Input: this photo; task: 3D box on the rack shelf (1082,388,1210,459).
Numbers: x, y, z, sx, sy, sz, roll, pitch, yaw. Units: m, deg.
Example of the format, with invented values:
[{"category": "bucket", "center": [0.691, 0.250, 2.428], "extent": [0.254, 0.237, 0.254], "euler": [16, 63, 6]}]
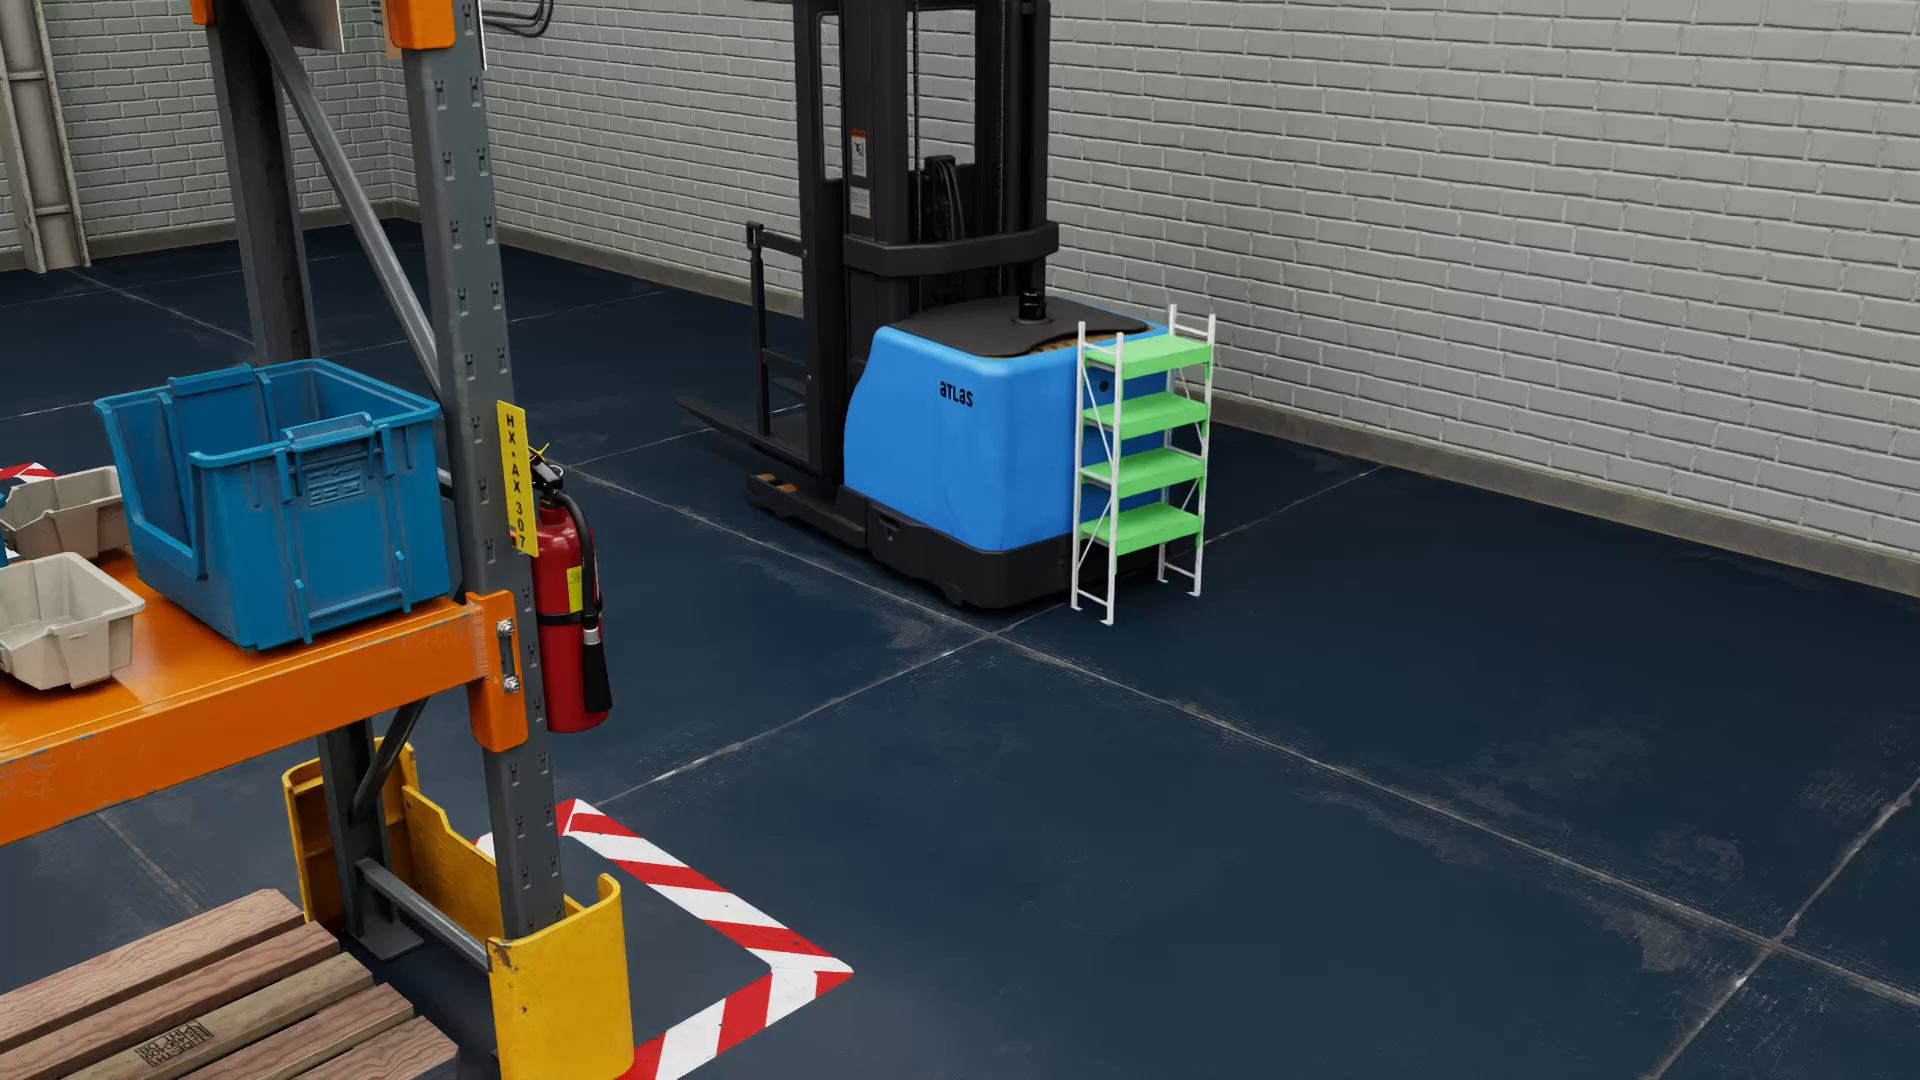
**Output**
[{"category": "rack shelf", "center": [0.731, -0.467, 6.627], "extent": [0.480, 0.148, 0.258], "euler": [-15, 26, -34]}]

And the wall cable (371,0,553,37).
[{"category": "wall cable", "center": [-4.232, -5.379, 13.355], "extent": [3.097, 2.526, 0.112], "euler": [19, 28, 41]}]

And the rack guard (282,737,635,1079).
[{"category": "rack guard", "center": [-1.328, 0.973, 4.347], "extent": [1.175, 0.500, 0.348], "euler": [19, 28, 41]}]

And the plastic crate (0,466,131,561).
[{"category": "plastic crate", "center": [-2.027, -0.047, 3.799], "extent": [0.250, 0.136, 0.298], "euler": [19, 28, 41]}]

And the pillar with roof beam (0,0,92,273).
[{"category": "pillar with roof beam", "center": [-4.086, -5.297, 8.814], "extent": [9.100, 9.000, 0.400], "euler": [19, 28, 41]}]

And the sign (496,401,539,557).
[{"category": "sign", "center": [-0.930, -0.127, 3.497], "extent": [0.100, 0.325, 0.005], "euler": [19, 28, 41]}]

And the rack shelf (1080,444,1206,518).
[{"category": "rack shelf", "center": [0.731, -0.243, 6.713], "extent": [0.480, 0.148, 0.258], "euler": [-15, 26, -34]}]

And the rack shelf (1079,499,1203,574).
[{"category": "rack shelf", "center": [0.731, -0.019, 6.799], "extent": [0.480, 0.148, 0.258], "euler": [-15, 26, -34]}]

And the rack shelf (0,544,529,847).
[{"category": "rack shelf", "center": [-2.731, 0.665, 2.665], "extent": [1.077, 0.370, 4.000], "euler": [19, 28, 41]}]

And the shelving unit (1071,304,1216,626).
[{"category": "shelving unit", "center": [0.731, -0.303, 6.690], "extent": [0.503, 1.200, 0.258], "euler": [-15, 26, -34]}]

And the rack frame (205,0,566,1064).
[{"category": "rack frame", "center": [-1.336, -0.184, 3.874], "extent": [1.000, 3.000, 0.127], "euler": [19, 28, 41]}]

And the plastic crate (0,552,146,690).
[{"category": "plastic crate", "center": [-1.775, 0.166, 3.247], "extent": [0.396, 0.136, 0.243], "euler": [19, 28, 41]}]

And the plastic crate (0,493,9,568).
[{"category": "plastic crate", "center": [-2.203, 0.016, 3.502], "extent": [0.416, 0.233, 0.300], "euler": [19, 28, 41]}]

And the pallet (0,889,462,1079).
[{"category": "pallet", "center": [-1.939, 1.319, 3.848], "extent": [1.003, 0.211, 1.213], "euler": [19, 28, 41]}]

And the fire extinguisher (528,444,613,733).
[{"category": "fire extinguisher", "center": [-0.905, 0.101, 3.759], "extent": [0.296, 0.674, 0.183], "euler": [19, 28, 41]}]

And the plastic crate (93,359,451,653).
[{"category": "plastic crate", "center": [-1.435, -0.096, 3.511], "extent": [0.616, 0.435, 0.499], "euler": [19, 28, 41]}]

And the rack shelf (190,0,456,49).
[{"category": "rack shelf", "center": [-2.731, -0.735, 2.127], "extent": [1.077, 0.370, 4.000], "euler": [19, 28, 41]}]

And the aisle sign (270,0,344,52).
[{"category": "aisle sign", "center": [-1.498, -1.491, 3.649], "extent": [0.394, 0.787, 0.004], "euler": [19, 28, 41]}]

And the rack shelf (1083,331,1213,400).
[{"category": "rack shelf", "center": [0.731, -0.691, 6.541], "extent": [0.480, 0.148, 0.258], "euler": [-15, 26, -34]}]

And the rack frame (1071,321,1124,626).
[{"category": "rack frame", "center": [0.537, -0.250, 6.552], "extent": [0.015, 1.200, 0.240], "euler": [-15, 26, -34]}]

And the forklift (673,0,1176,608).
[{"category": "forklift", "center": [-0.370, -1.559, 7.544], "extent": [1.130, 2.935, 3.031], "euler": [-15, 26, -34]}]

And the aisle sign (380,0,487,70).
[{"category": "aisle sign", "center": [-1.075, -1.343, 3.265], "extent": [0.394, 0.787, 0.004], "euler": [19, 28, 41]}]

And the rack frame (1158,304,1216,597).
[{"category": "rack frame", "center": [0.925, -0.356, 6.828], "extent": [0.015, 1.200, 0.240], "euler": [-15, 26, -34]}]
